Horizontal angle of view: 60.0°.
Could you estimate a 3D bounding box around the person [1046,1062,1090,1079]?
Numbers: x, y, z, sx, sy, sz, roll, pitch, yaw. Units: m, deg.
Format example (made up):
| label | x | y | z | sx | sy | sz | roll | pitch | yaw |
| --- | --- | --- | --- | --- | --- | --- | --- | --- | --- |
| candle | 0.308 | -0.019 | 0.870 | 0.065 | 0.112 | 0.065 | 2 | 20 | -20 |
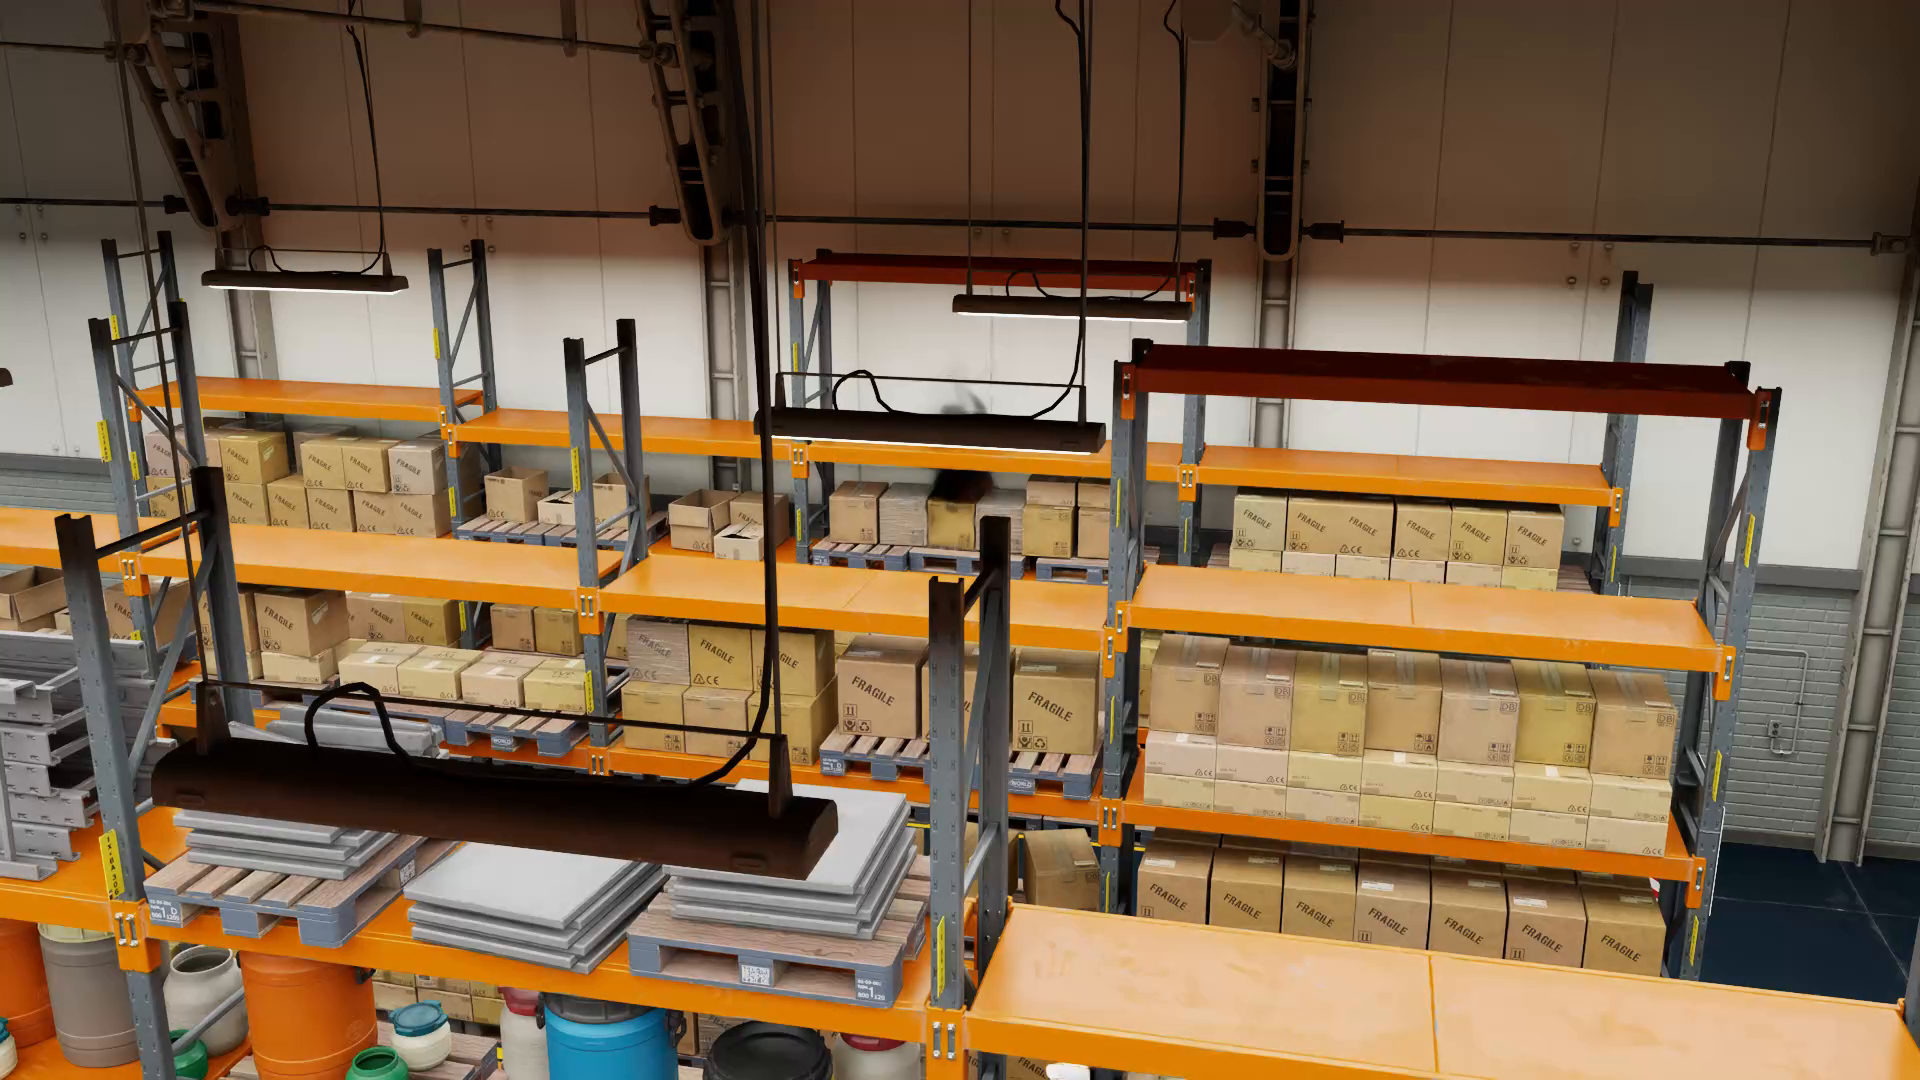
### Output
| label | x | y | z | sx | sy | sz | roll | pitch | yaw |
| --- | --- | --- | --- | --- | --- | --- | --- | --- | --- |
| person | 0.688 | 4.184 | 10.958 | 0.868 | 1.745 | 0.669 | 1 | 16 | 5 |
